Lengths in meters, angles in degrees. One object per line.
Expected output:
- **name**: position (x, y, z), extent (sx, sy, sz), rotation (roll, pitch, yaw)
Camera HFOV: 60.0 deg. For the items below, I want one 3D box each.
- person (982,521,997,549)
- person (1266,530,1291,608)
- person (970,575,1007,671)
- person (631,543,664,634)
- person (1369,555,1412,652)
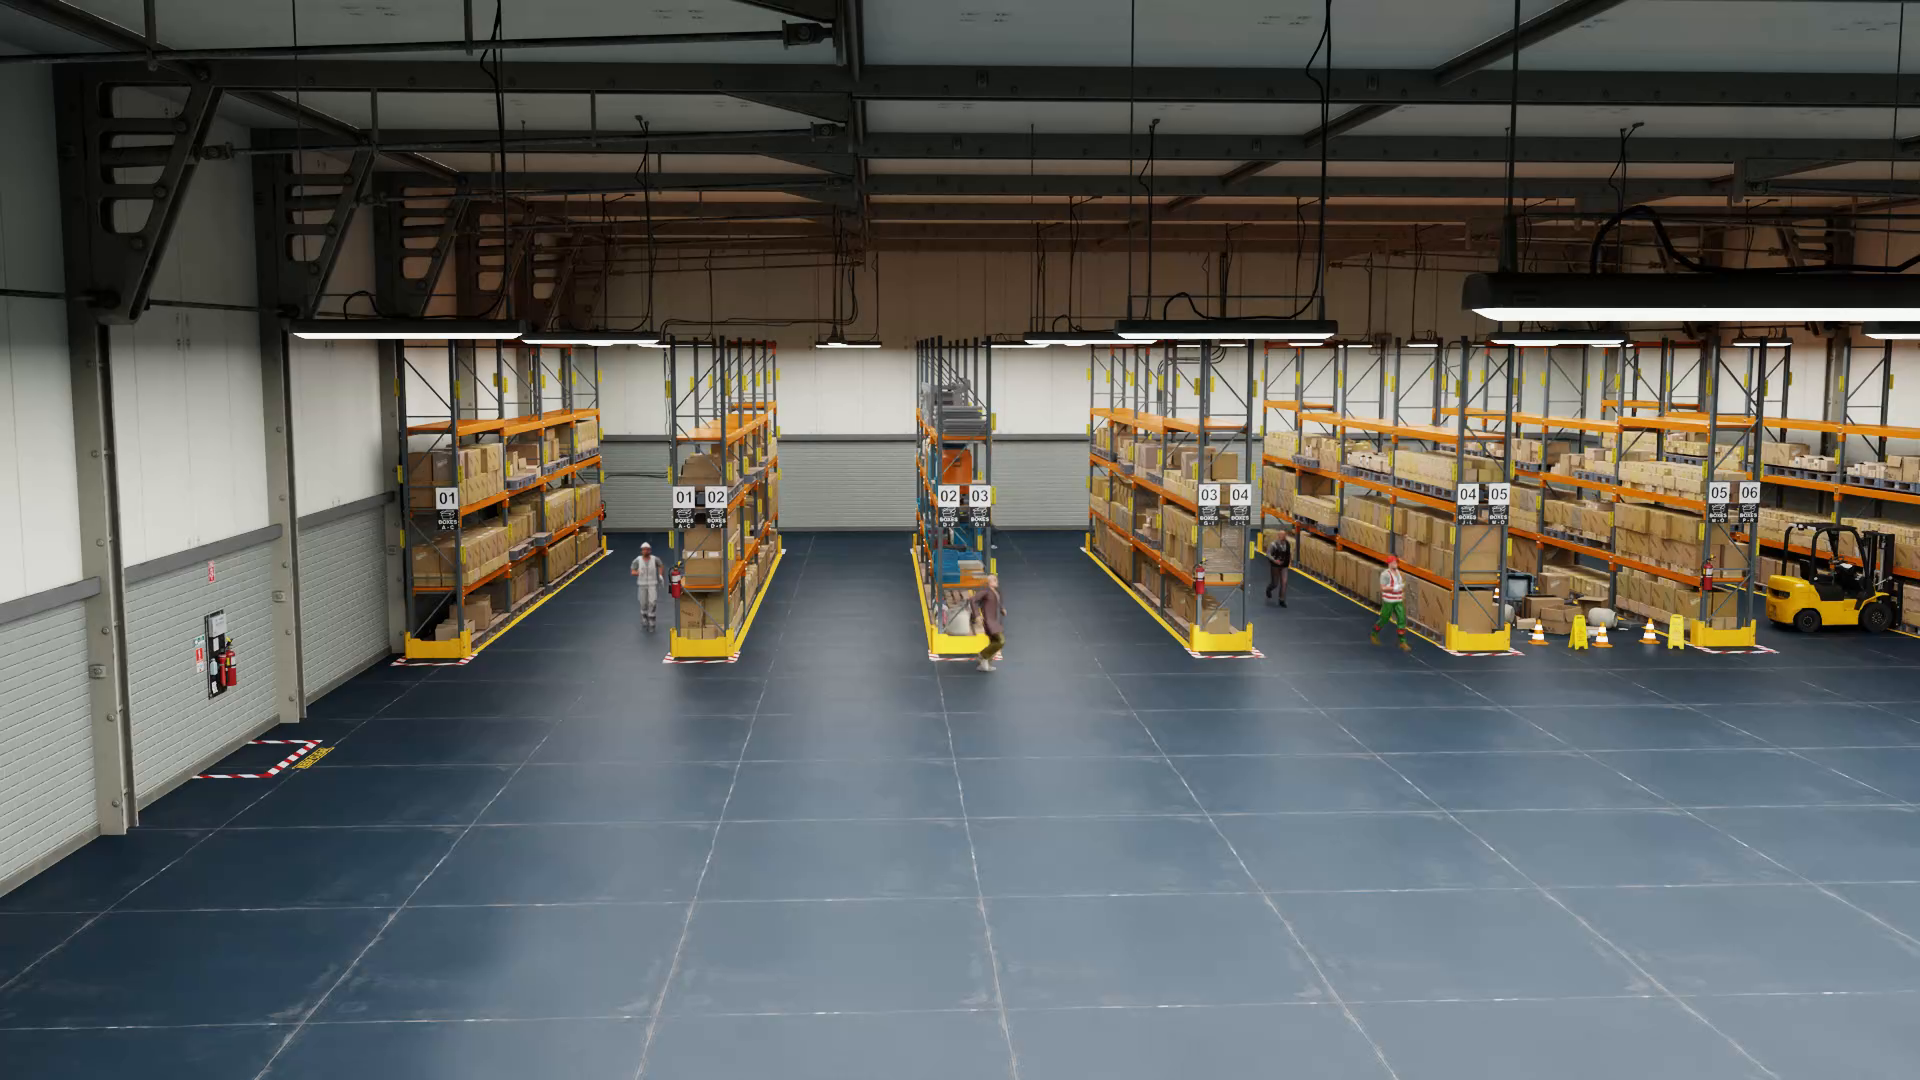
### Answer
- **person**: position (0.818, -0.486, 47.944), extent (0.635, 1.500, 0.465), rotation (-5, 8, -40)
- **person**: position (7.200, 0.622, 37.540), extent (0.682, 1.715, 0.957), rotation (-2, 7, -15)
- **person**: position (0.580, 1.486, 29.748), extent (0.611, 1.721, 0.707), rotation (3, 7, 26)
- **person**: position (-6.387, 0.968, 34.001), extent (0.647, 1.845, 0.800), rotation (-1, 7, -7)
- **person**: position (8.290, 1.191, 31.925), extent (0.661, 1.805, 0.957), rotation (-4, 7, -29)
